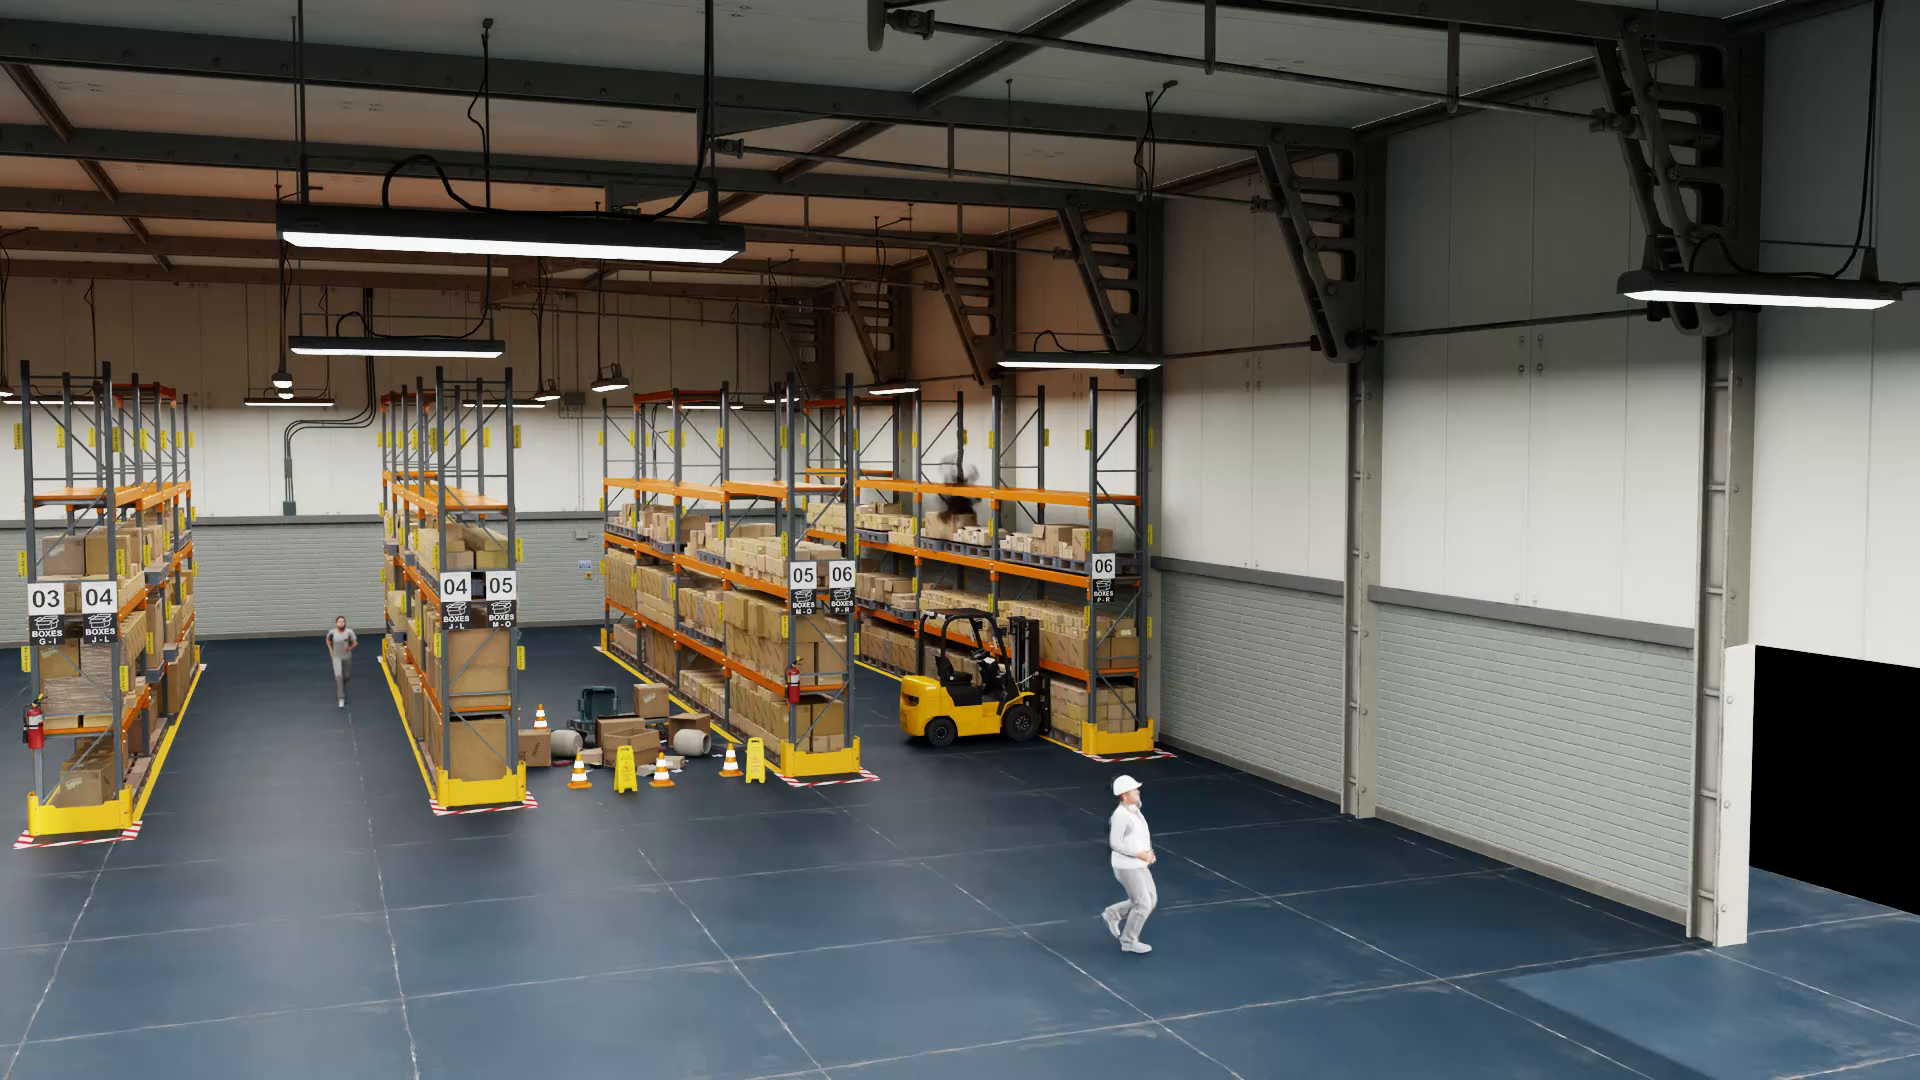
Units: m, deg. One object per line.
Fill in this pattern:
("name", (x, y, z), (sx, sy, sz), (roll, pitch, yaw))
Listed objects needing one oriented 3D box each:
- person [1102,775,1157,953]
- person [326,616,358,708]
("person", (1.664, 3.161, 16.254), (0.607, 1.722, 0.656), (1, 4, 20))
("person", (-11.733, 2.273, 31.608), (0.534, 1.684, 1.109), (-2, 4, -28))
